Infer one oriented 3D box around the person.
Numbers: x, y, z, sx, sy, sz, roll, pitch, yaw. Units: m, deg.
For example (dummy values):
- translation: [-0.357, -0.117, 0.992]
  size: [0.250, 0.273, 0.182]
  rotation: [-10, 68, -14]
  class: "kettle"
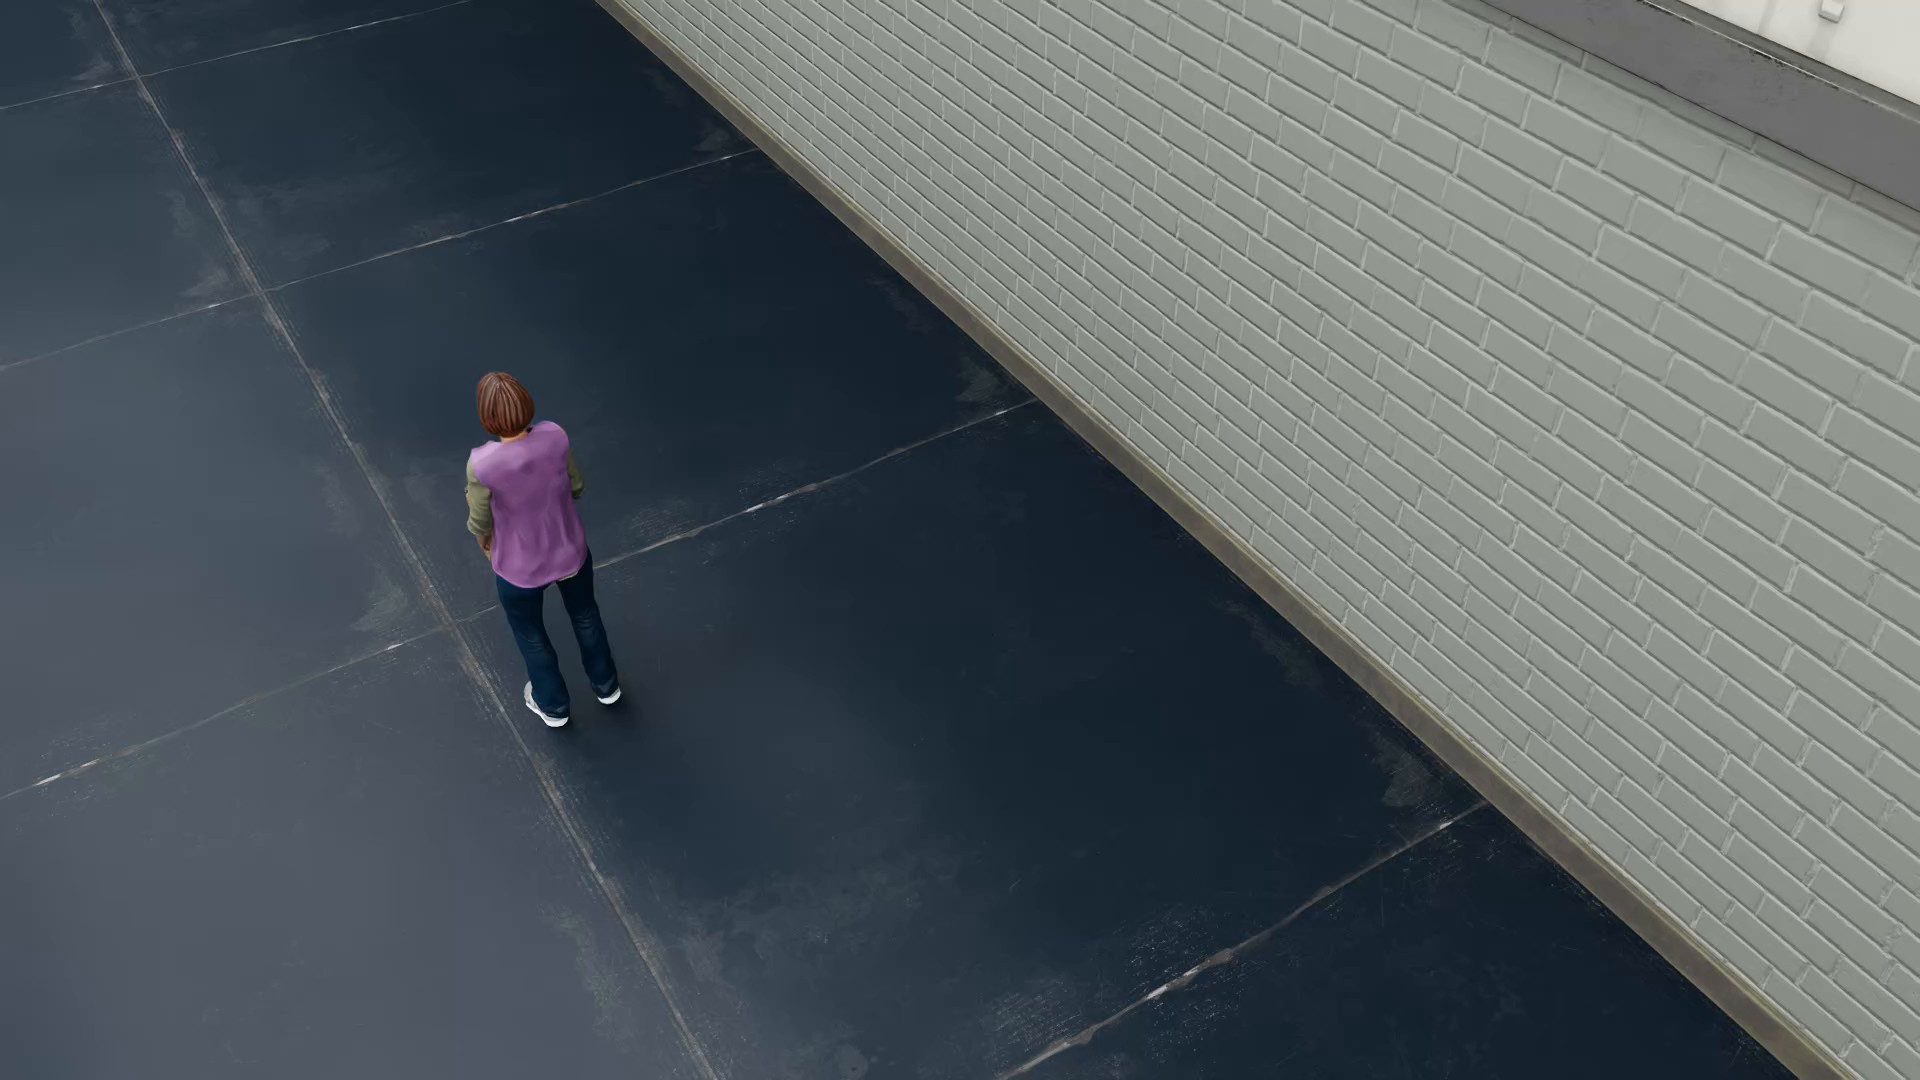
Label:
- translation: [-1.561, 0.034, 6.120]
  size: [0.444, 1.603, 0.397]
  rotation: [-24, 47, -24]
  class: "person"
